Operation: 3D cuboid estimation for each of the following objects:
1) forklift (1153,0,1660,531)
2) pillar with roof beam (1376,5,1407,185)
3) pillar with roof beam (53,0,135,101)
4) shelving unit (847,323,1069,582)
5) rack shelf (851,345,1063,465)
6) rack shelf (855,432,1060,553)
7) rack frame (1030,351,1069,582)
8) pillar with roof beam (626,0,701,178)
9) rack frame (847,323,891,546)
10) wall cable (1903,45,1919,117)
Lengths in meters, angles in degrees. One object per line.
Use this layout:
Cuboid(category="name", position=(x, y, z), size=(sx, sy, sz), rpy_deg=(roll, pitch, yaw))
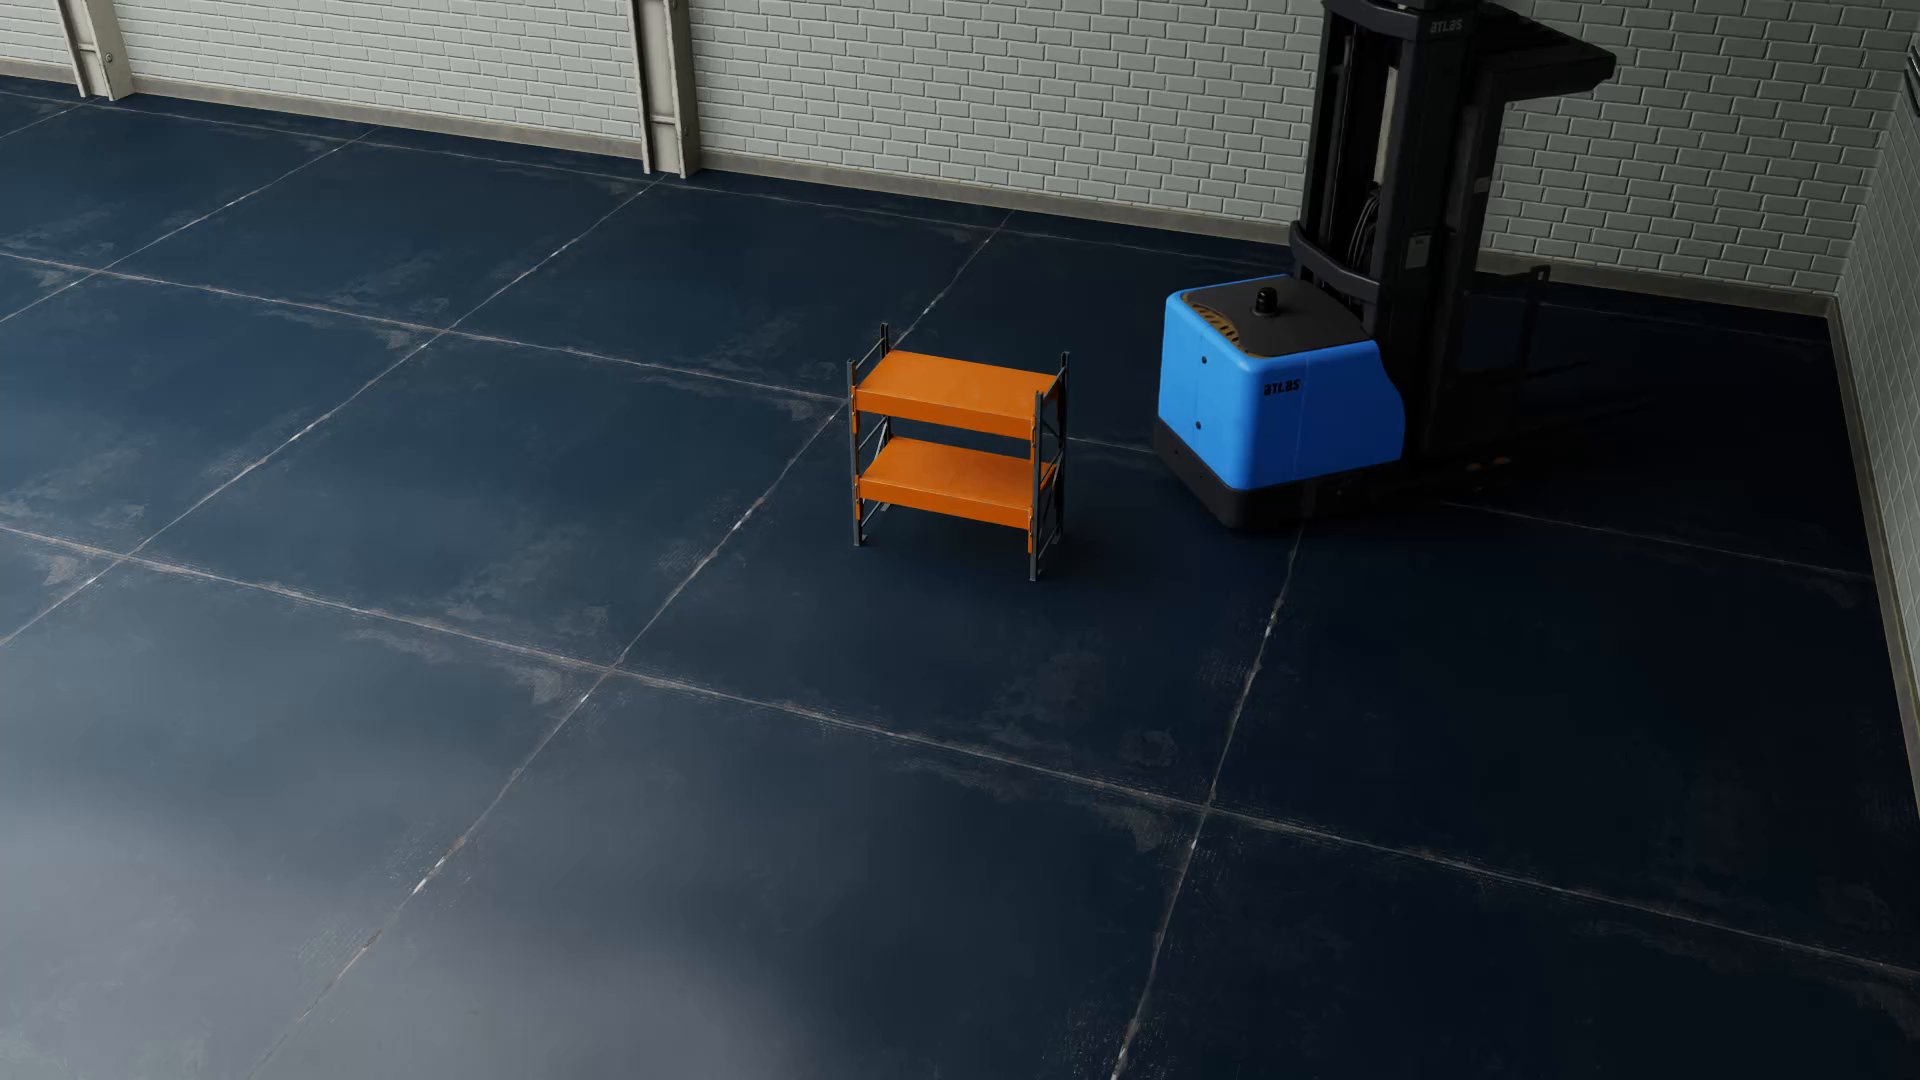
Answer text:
Cuboid(category="forklift", position=(2.723, -1.768, 9.255), size=(3.031, 2.935, 1.130), rpy_deg=(-11, 35, -17))
Cuboid(category="pillar with roof beam", position=(1.771, -3.620, 6.529), size=(0.400, 9.000, 9.100), rpy_deg=(11, 34, 16))
Cuboid(category="pillar with roof beam", position=(-9.525, -5.816, 9.930), size=(0.400, 9.000, 9.100), rpy_deg=(11, 34, 16))
Cuboid(category="shelving unit", position=(-0.006, -0.474, 8.915), size=(1.048, 1.125, 0.538), rpy_deg=(11, 34, 16))
Cuboid(category="rack shelf", position=(-0.006, -0.720, 8.756), size=(1.000, 0.278, 0.538), rpy_deg=(11, 34, 16))
Cuboid(category="rack shelf", position=(-0.006, -0.268, 9.047), size=(1.000, 0.278, 0.538), rpy_deg=(11, 34, 16))
Cuboid(category="rack frame", position=(0.472, -0.381, 8.771), size=(0.032, 1.125, 0.500), rpy_deg=(11, 34, 16))
Cuboid(category="pillar with roof beam", position=(-3.877, -4.718, 8.229), size=(0.400, 9.000, 9.100), rpy_deg=(11, 34, 16))
Cuboid(category="rack frame", position=(-0.485, -0.567, 9.059), size=(0.032, 1.125, 0.500), rpy_deg=(11, 34, 16))
Cuboid(category="wall cable", position=(5.551, -3.299, 8.895), size=(0.112, 2.526, 3.097), rpy_deg=(11, 34, 16))
